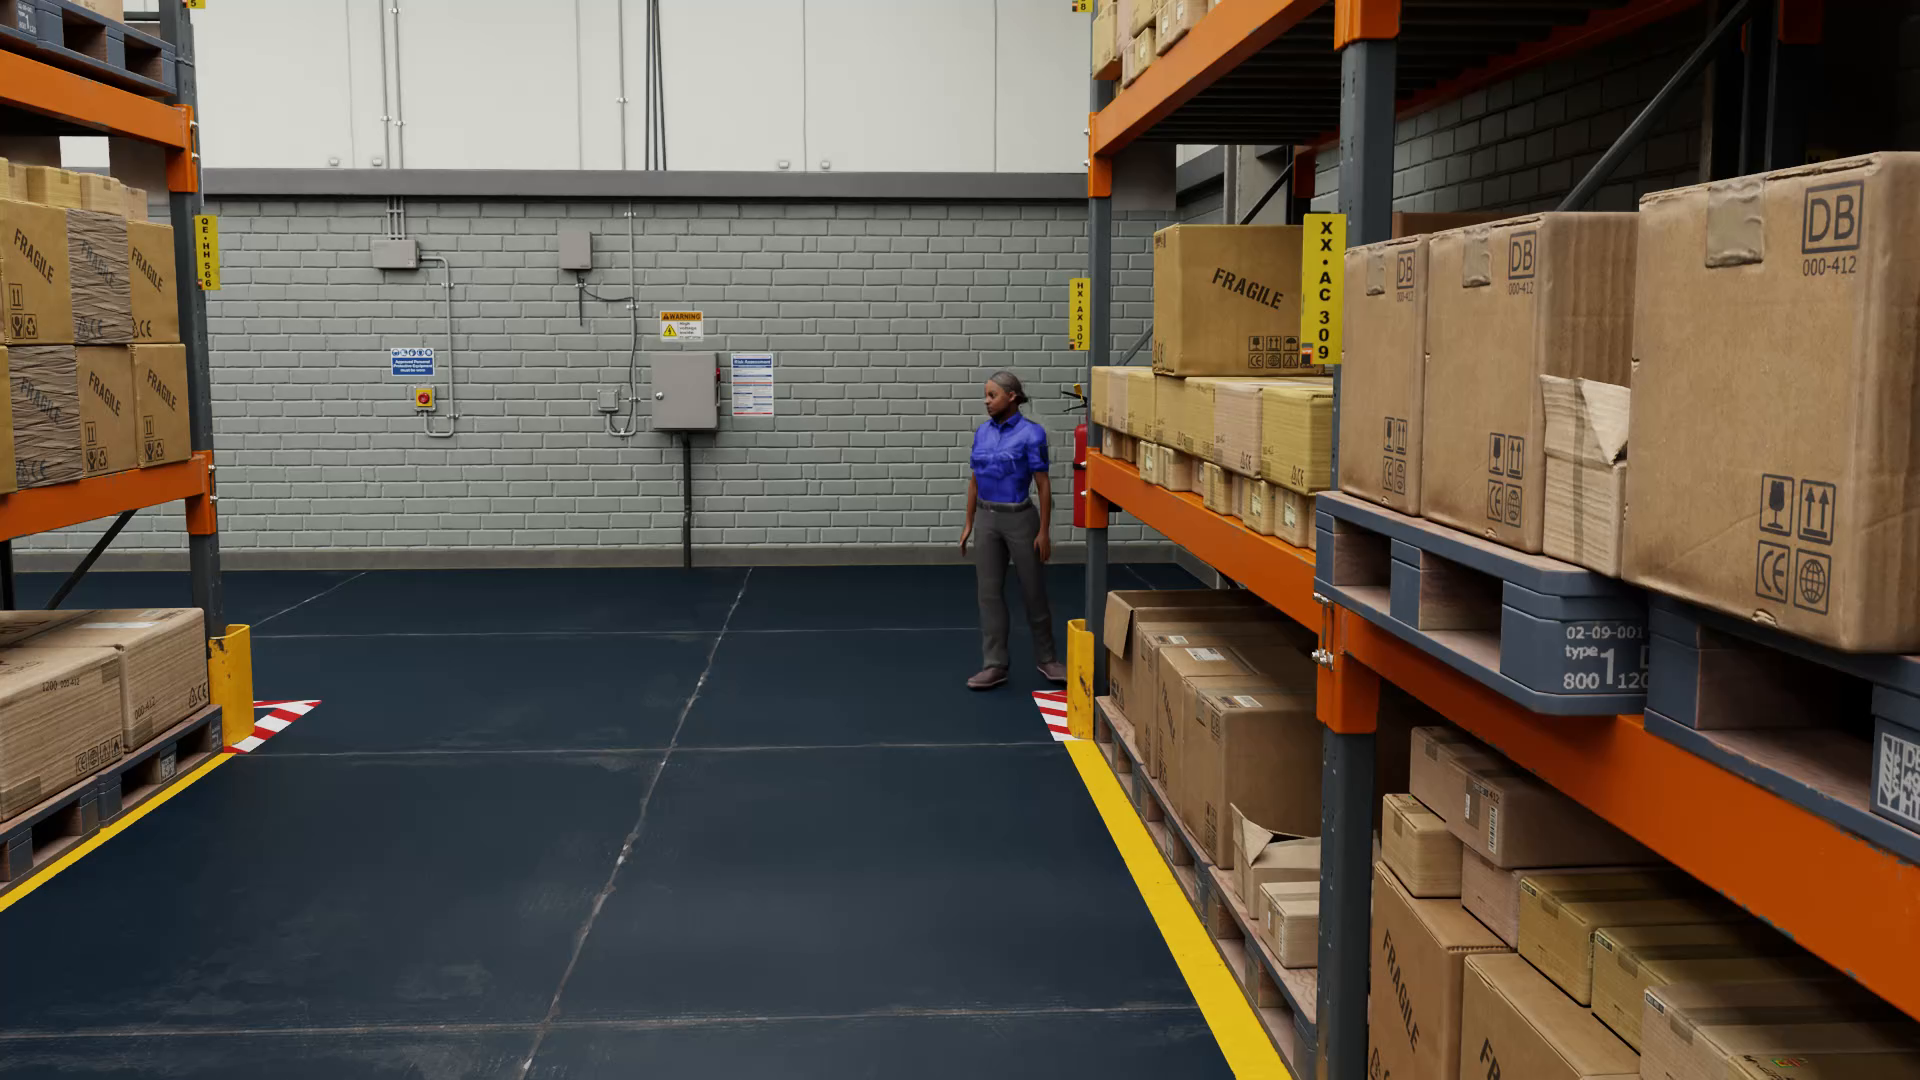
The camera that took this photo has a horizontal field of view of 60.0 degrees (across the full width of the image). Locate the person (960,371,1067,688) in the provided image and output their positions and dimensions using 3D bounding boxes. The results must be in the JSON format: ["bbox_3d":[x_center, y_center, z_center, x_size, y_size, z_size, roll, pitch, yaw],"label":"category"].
[{"bbox_3d":[0.274,-0.060,8.739,0.583,1.651,0.555,4,8,31],"label":"person"}]
